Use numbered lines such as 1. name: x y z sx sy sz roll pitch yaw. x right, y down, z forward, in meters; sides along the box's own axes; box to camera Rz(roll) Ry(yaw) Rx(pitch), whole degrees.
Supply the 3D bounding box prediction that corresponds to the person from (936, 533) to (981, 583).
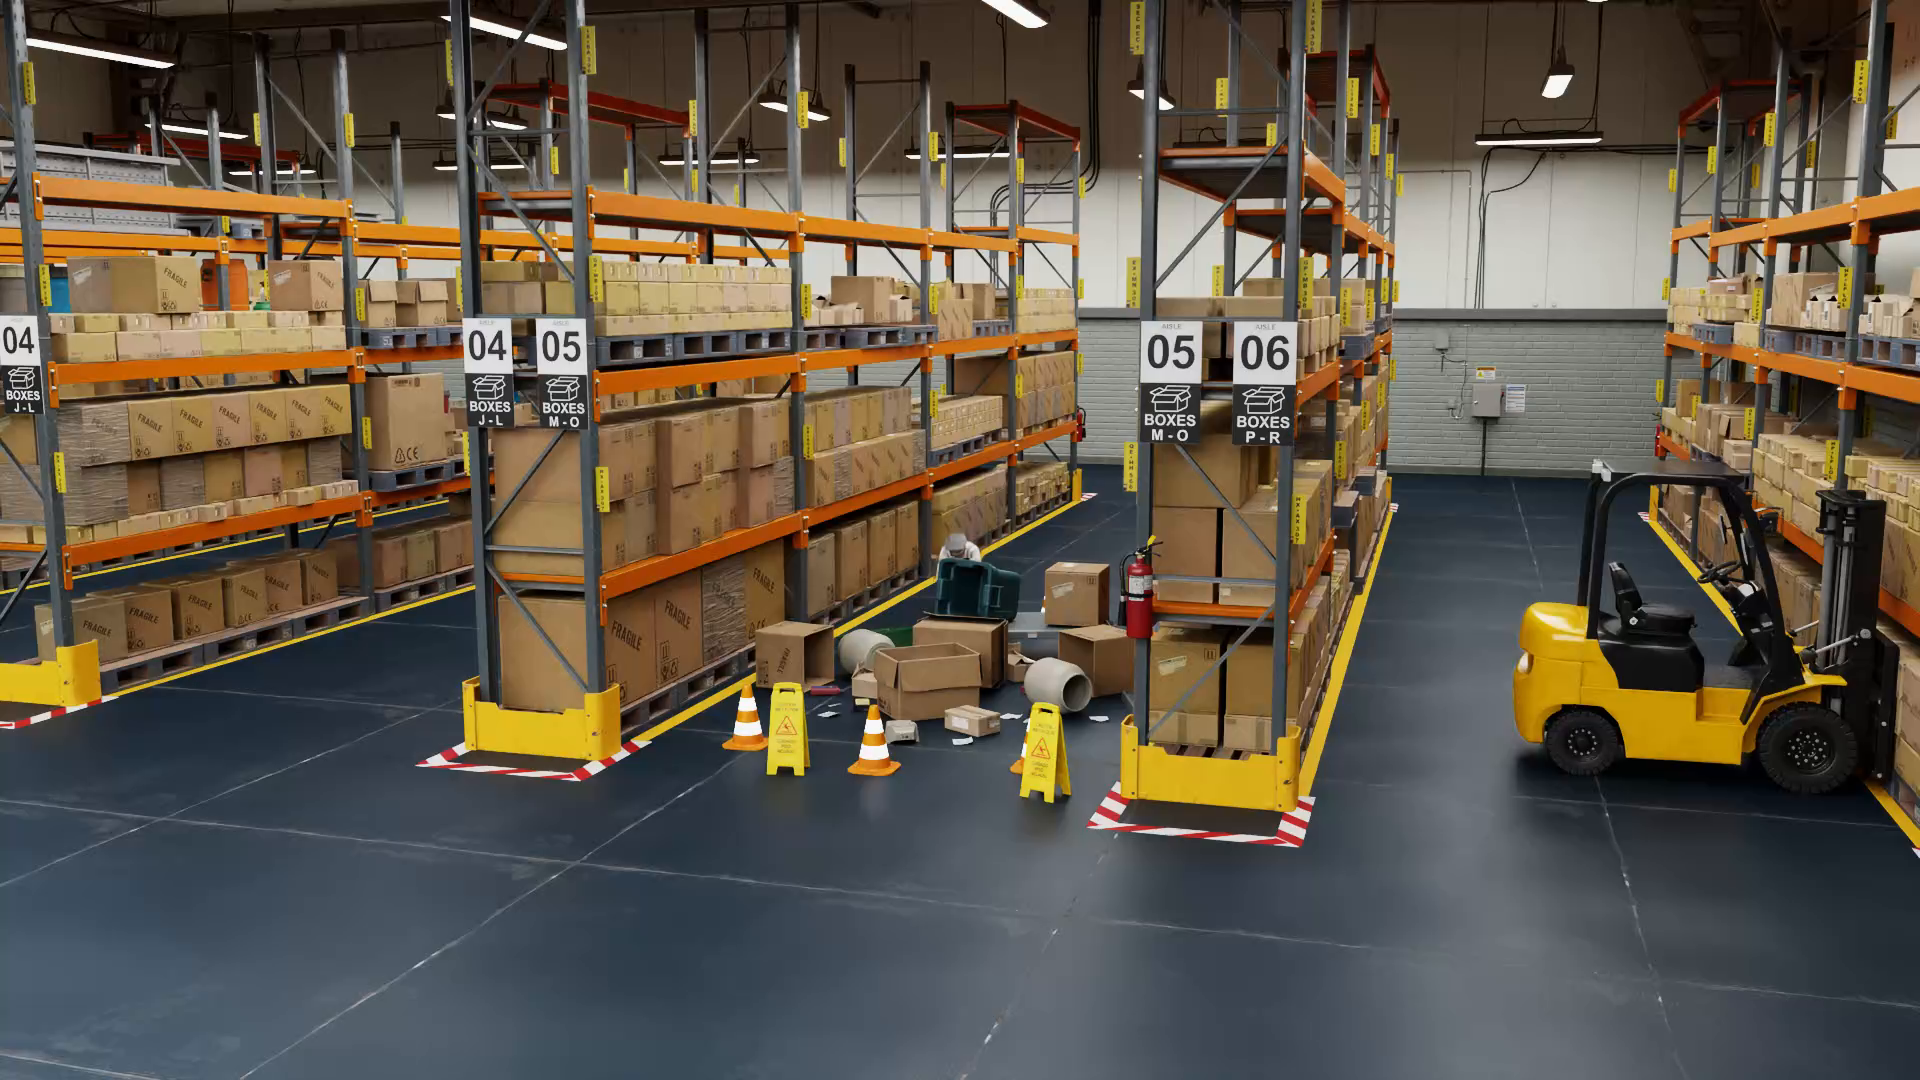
1. person: 0.008 0.331 17.778 0.483 0.890 0.853 2 9 16
